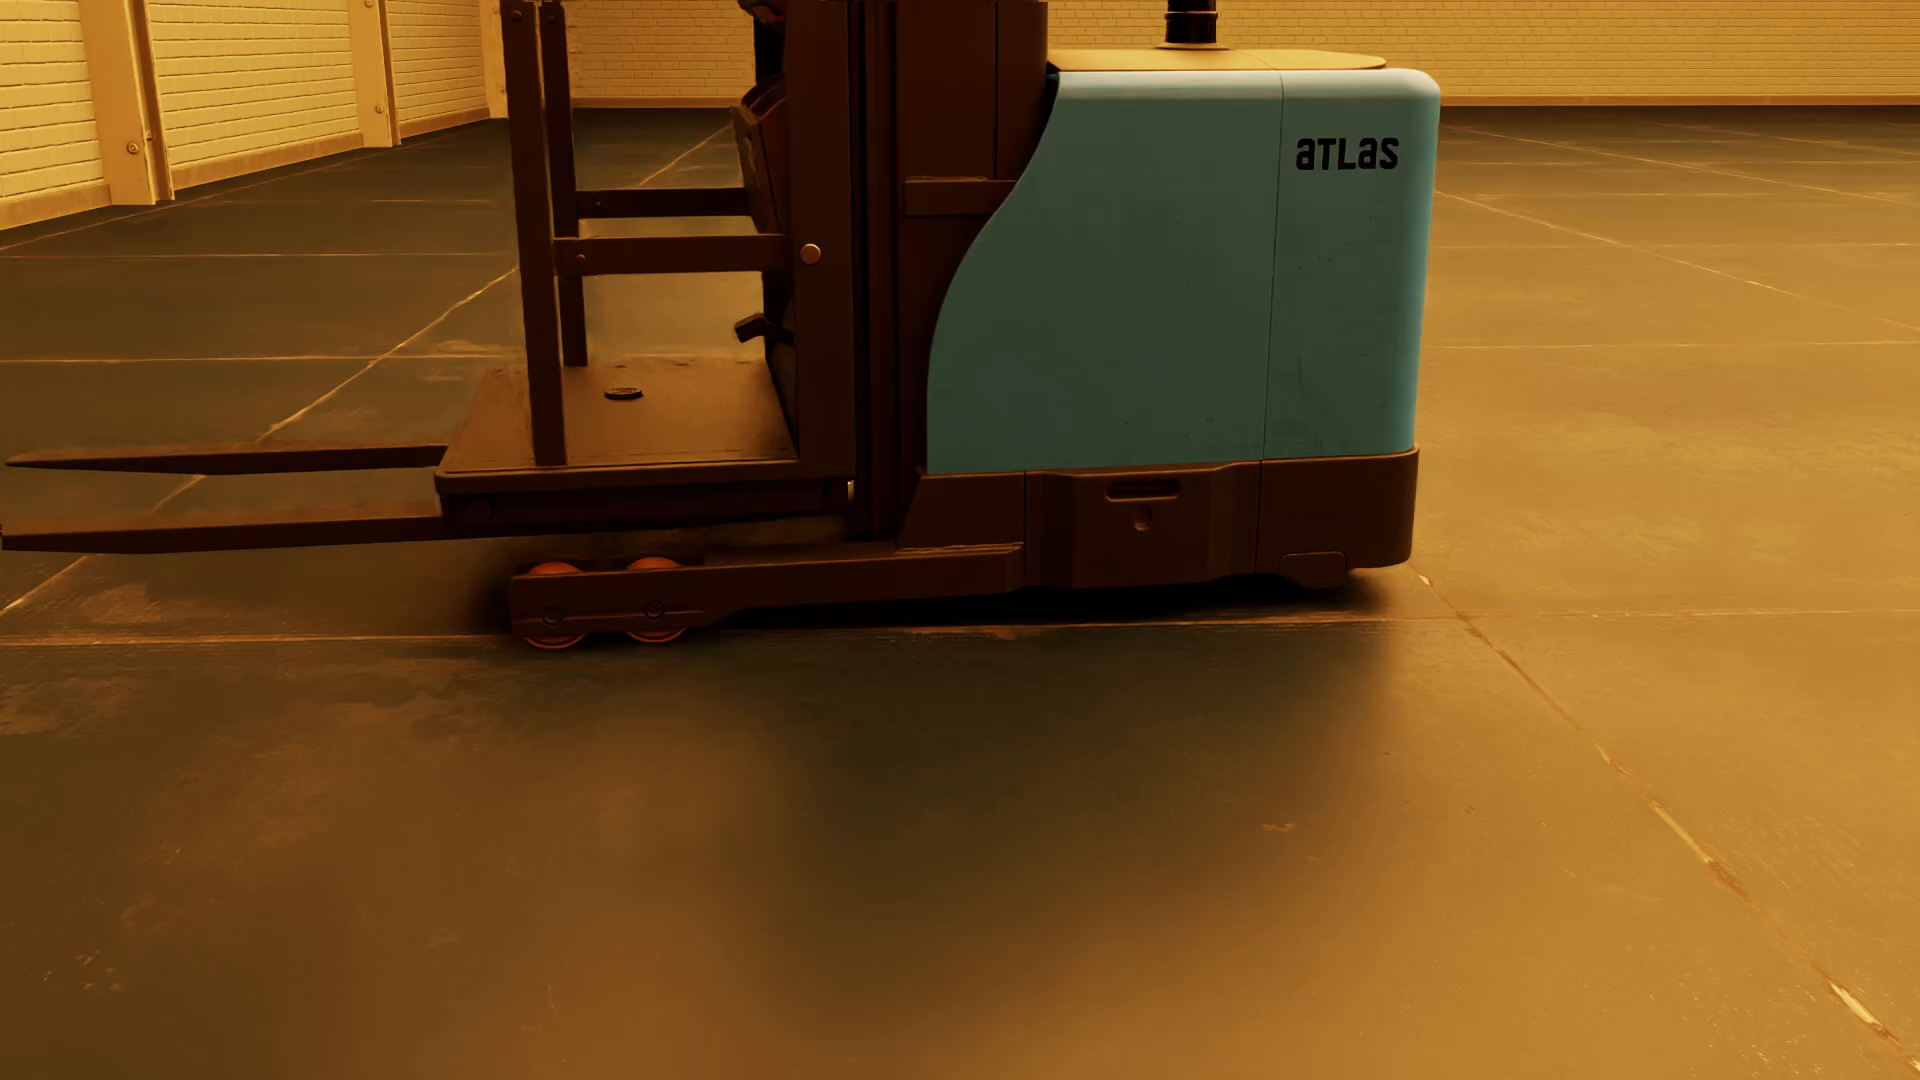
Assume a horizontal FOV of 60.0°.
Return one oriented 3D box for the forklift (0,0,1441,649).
[{"bbox_3d":[-0.599,-1.356,3.341,3.031,2.935,1.130,-3,17,-9],"label":"forklift"}]
